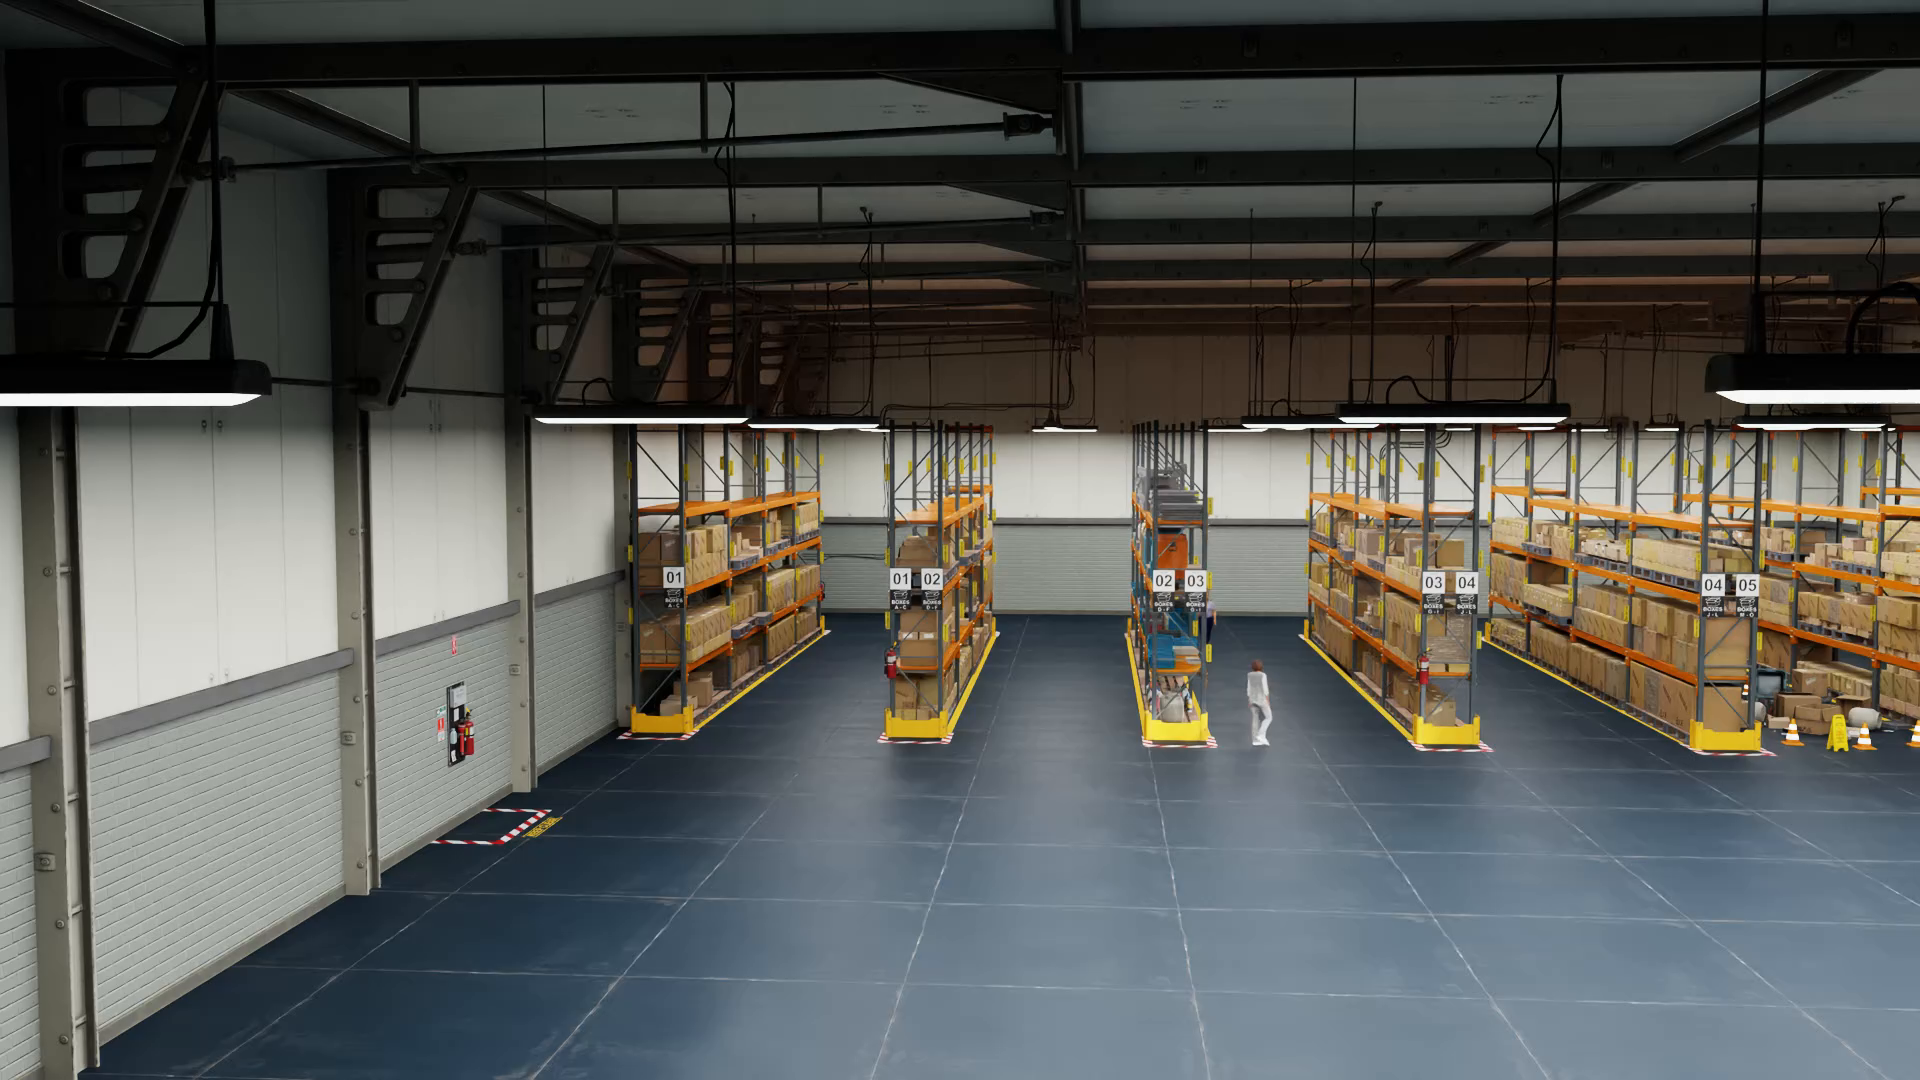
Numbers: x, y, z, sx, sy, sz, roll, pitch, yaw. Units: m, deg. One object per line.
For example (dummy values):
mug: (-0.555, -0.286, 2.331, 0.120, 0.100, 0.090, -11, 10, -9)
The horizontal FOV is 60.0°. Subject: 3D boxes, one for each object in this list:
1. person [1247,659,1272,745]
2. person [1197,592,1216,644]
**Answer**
person: (5.507, 2.993, 30.630, 0.532, 1.594, 0.405, 3, 5, 43)
person: (6.465, 2.151, 43.613, 0.502, 1.577, 0.985, 0, 4, -1)
